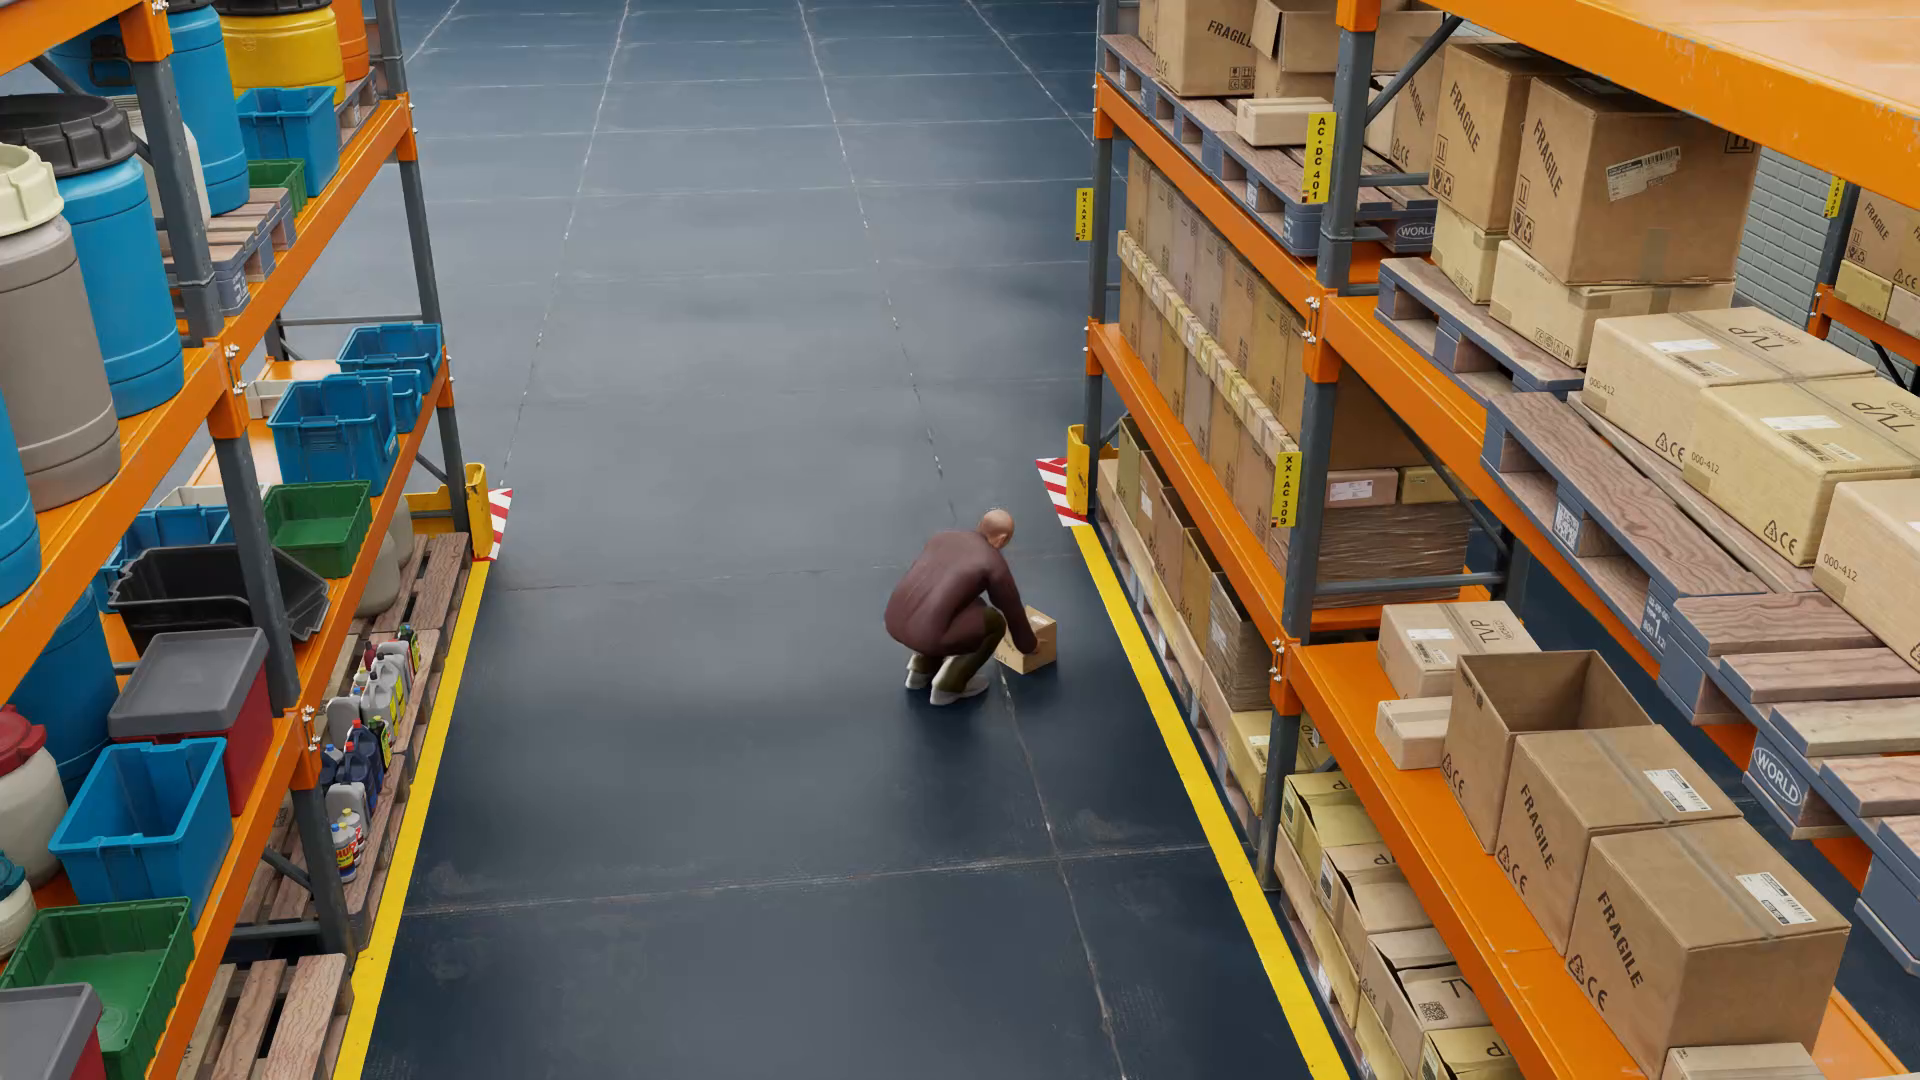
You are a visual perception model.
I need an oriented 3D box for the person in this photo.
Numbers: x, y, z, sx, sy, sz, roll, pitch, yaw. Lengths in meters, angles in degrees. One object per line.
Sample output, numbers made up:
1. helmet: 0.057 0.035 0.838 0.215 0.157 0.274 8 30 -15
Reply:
1. person: -0.001 0.354 8.896 0.939 0.911 0.593 -21 33 -35
